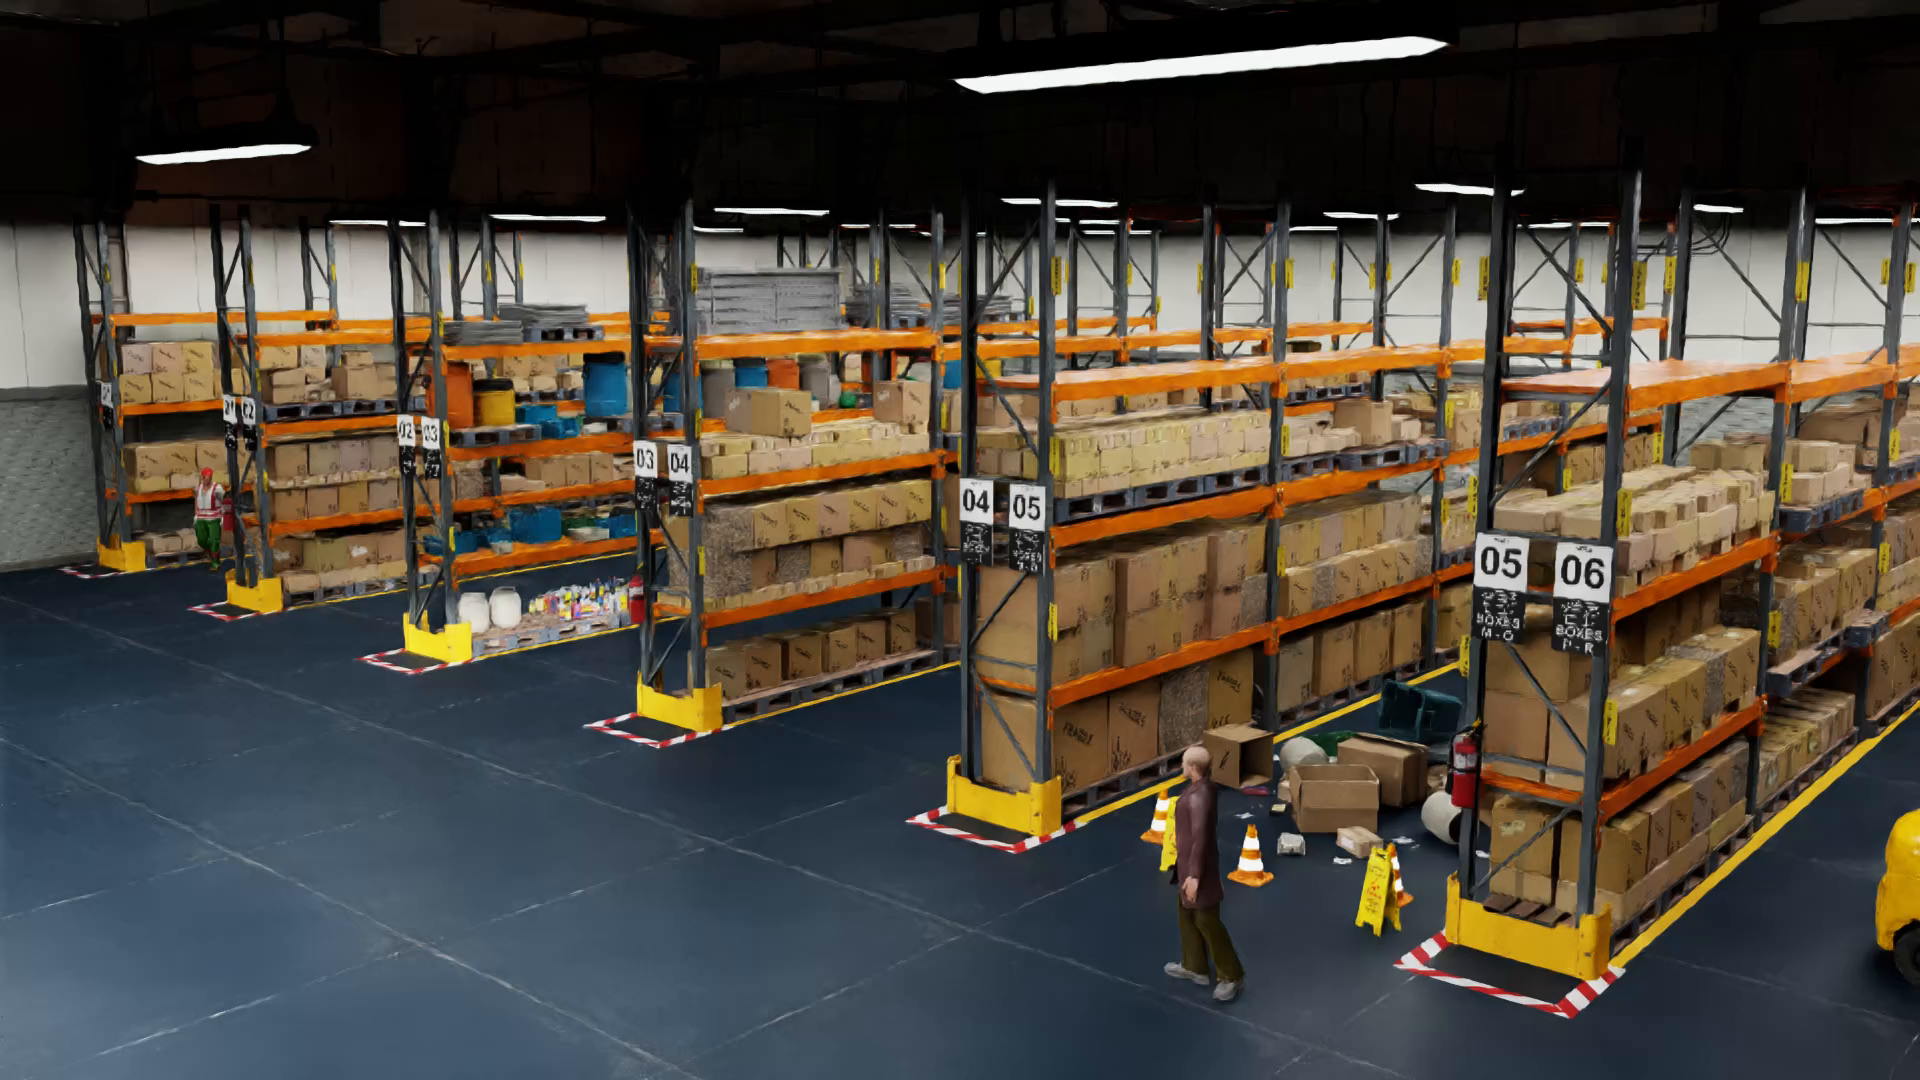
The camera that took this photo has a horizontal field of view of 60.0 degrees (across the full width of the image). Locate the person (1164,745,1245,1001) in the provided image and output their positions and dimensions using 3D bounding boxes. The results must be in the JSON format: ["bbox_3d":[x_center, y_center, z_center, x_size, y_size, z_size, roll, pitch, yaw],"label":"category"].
[{"bbox_3d":[1.765,2.347,11.907,0.596,1.771,0.693,2,10,12],"label":"person"}]

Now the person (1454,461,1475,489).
[{"bbox_3d":[9.527,-0.853,31.477,0.453,1.612,1.010,8,12,39],"label":"person"}]

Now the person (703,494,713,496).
[{"bbox_3d":[-3.384,0.243,22.643,0.464,1.782,0.601,2,10,12],"label":"person"}]

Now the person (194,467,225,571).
[{"bbox_3d":[-12.674,-0.372,28.156,0.588,1.777,0.576,1,10,6],"label":"person"}]
